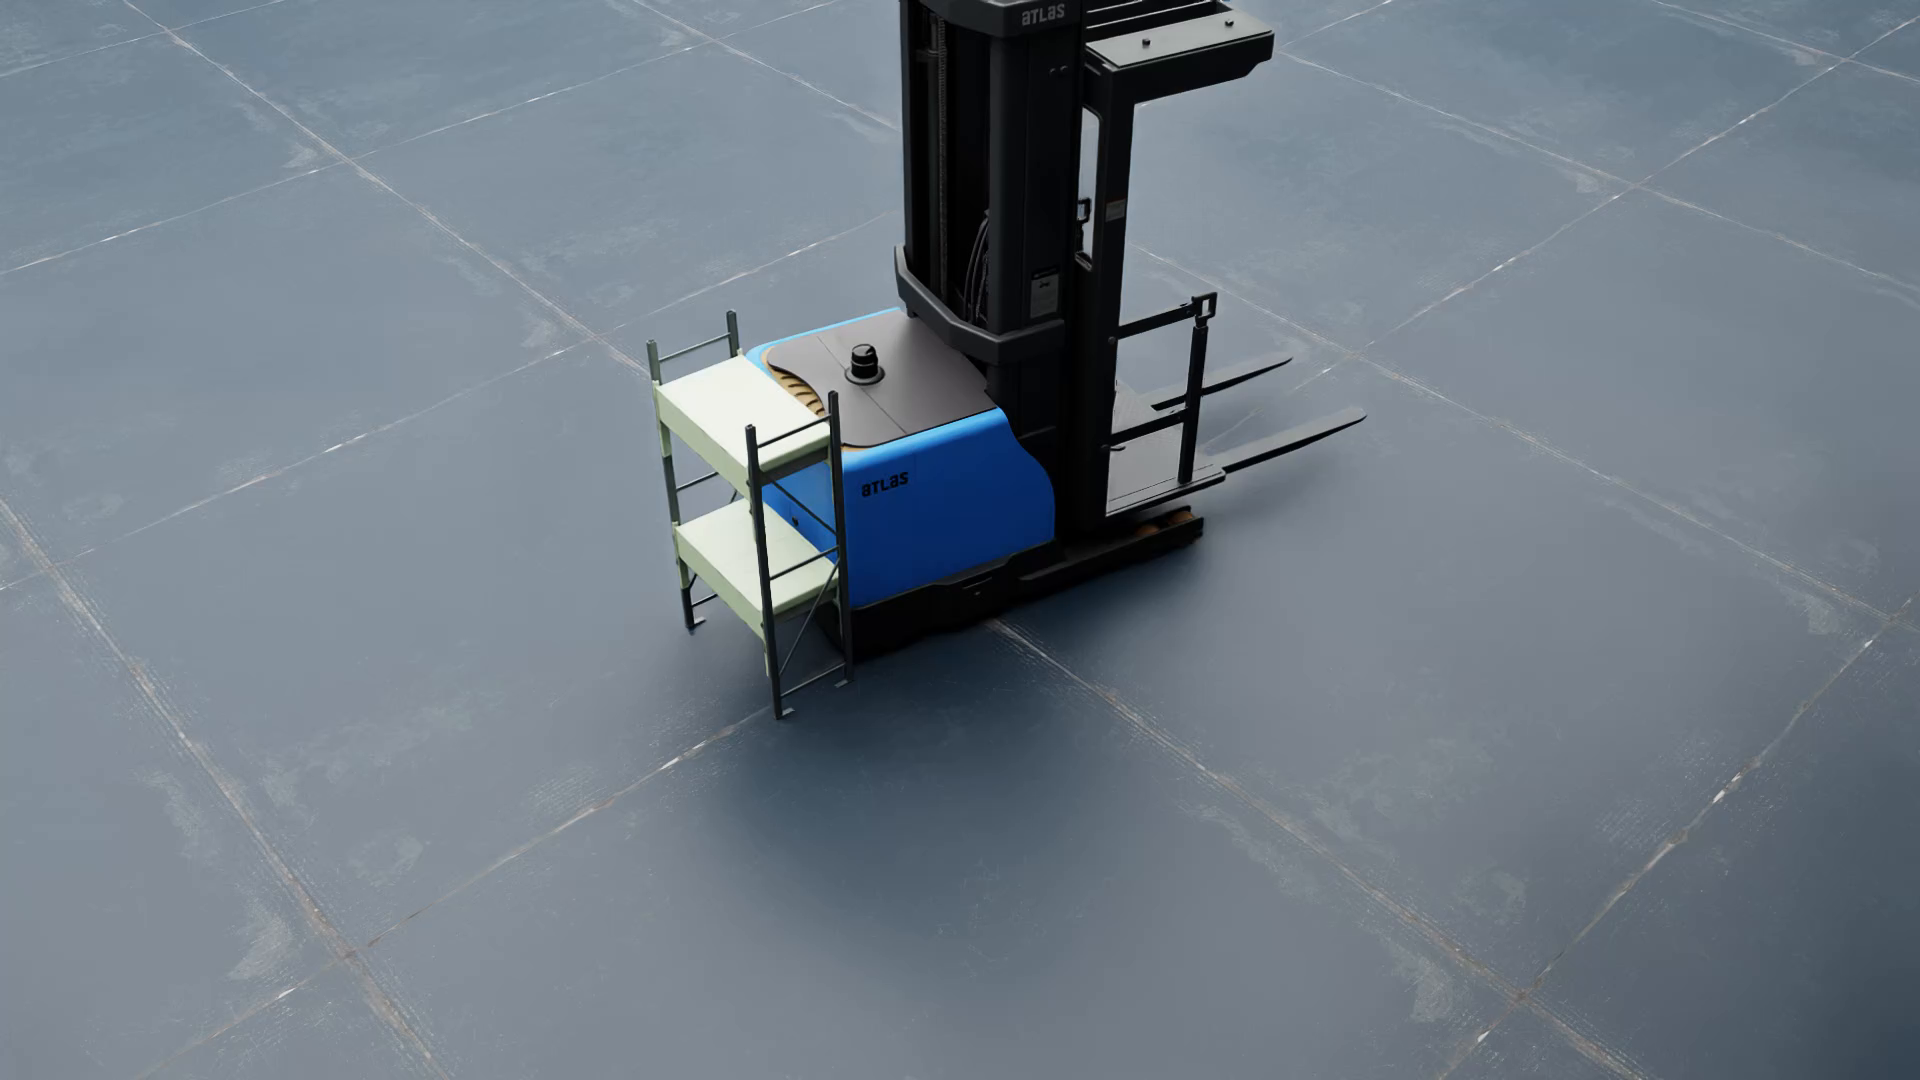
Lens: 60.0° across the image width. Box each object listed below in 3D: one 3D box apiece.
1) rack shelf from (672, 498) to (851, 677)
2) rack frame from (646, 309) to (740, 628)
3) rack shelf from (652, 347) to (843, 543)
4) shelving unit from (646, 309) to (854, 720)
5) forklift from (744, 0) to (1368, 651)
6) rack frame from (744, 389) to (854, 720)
[{"bbox_3d":[-0.847,0.167,7.076,0.431,0.370,0.720,-26,46,-28],"label":"rack shelf"},{"bbox_3d":[-1.070,-0.269,7.097,0.400,1.500,0.023,-26,46,-28],"label":"rack frame"},{"bbox_3d":[-0.847,-0.390,6.626,0.431,0.370,0.720,-26,46,-28],"label":"rack shelf"},{"bbox_3d":[-0.847,-0.086,6.871,0.431,1.500,0.755,-26,46,-28],"label":"shelving unit"},{"bbox_3d":[0.573,-1.324,7.264,3.031,2.935,1.130,-19,43,-22],"label":"forklift"},{"bbox_3d":[-0.624,0.096,6.645,0.400,1.500,0.023,-26,46,-28],"label":"rack frame"}]
